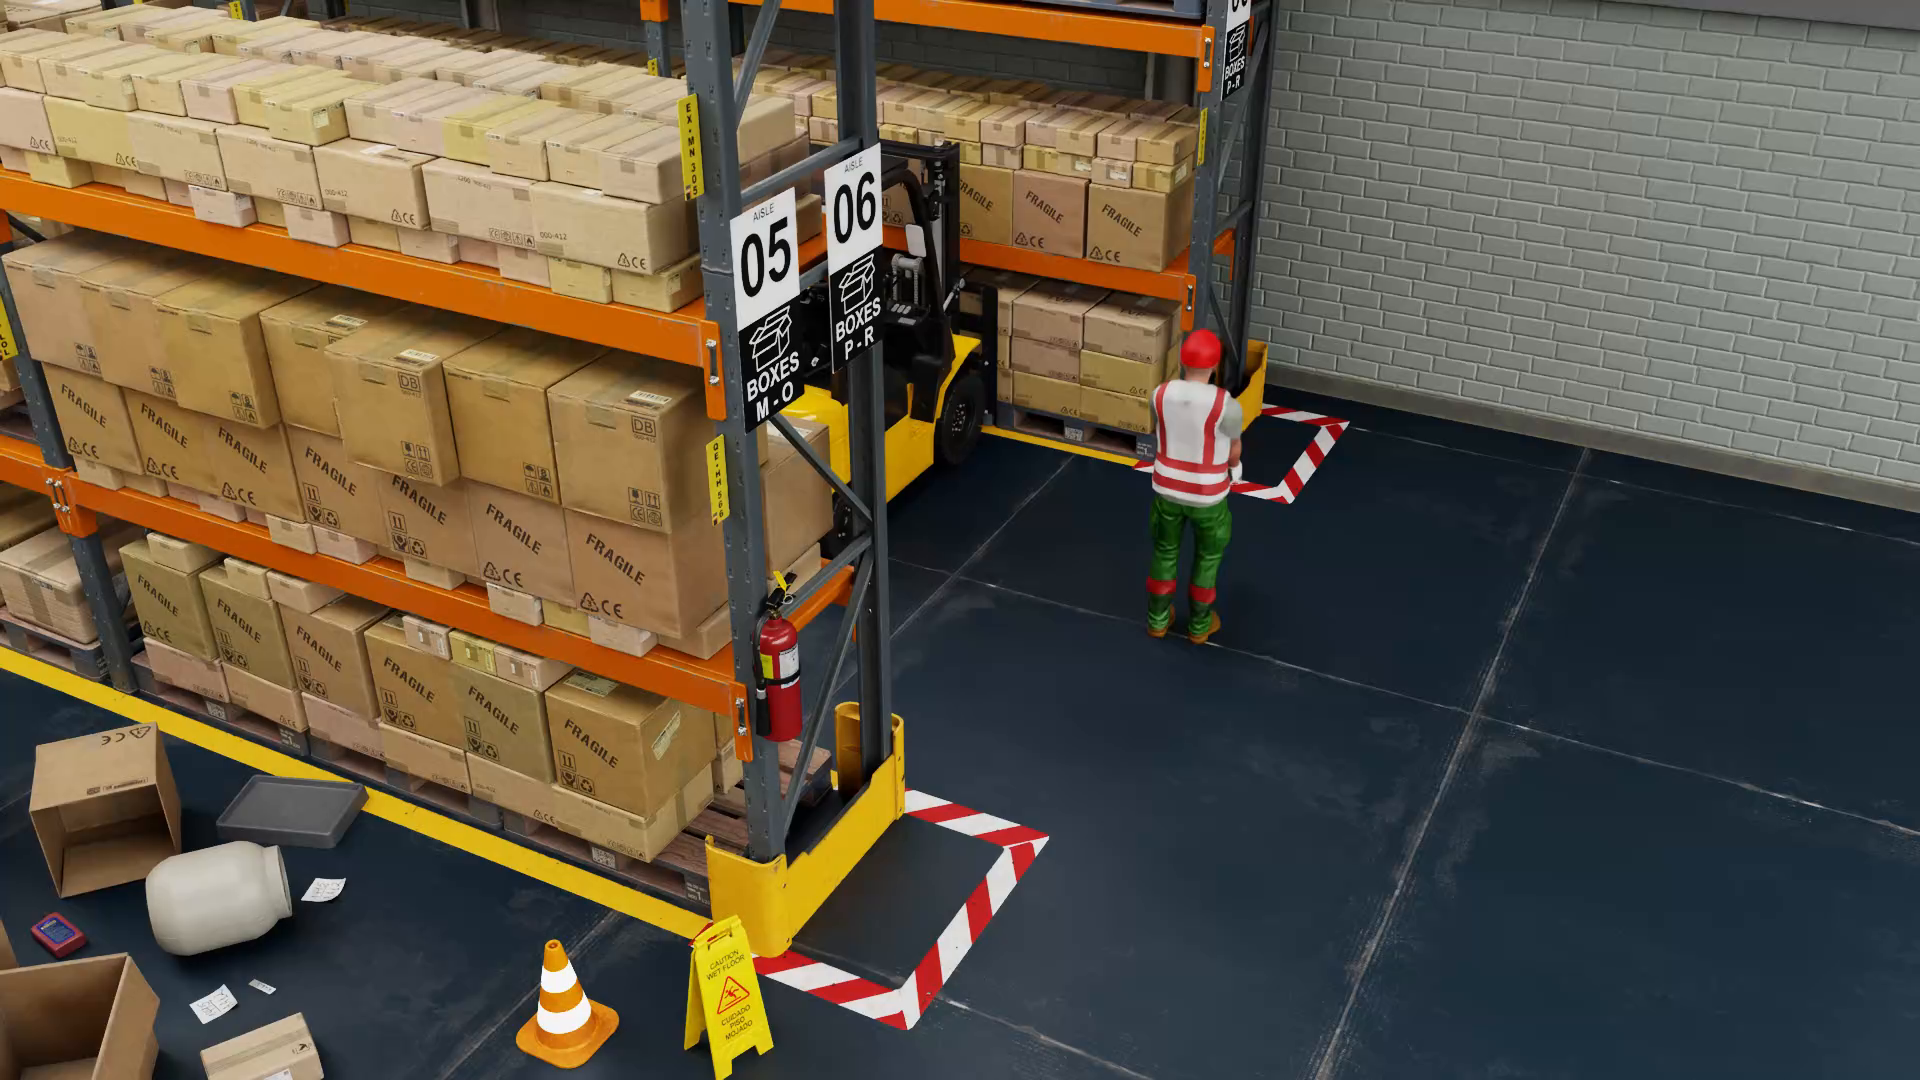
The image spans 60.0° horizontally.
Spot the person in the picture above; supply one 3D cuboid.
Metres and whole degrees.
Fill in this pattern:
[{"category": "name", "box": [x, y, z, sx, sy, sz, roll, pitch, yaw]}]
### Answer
[{"category": "person", "box": [1.244, -0.303, 8.803, 0.495, 1.784, 0.559, 14, 33, 23]}]
